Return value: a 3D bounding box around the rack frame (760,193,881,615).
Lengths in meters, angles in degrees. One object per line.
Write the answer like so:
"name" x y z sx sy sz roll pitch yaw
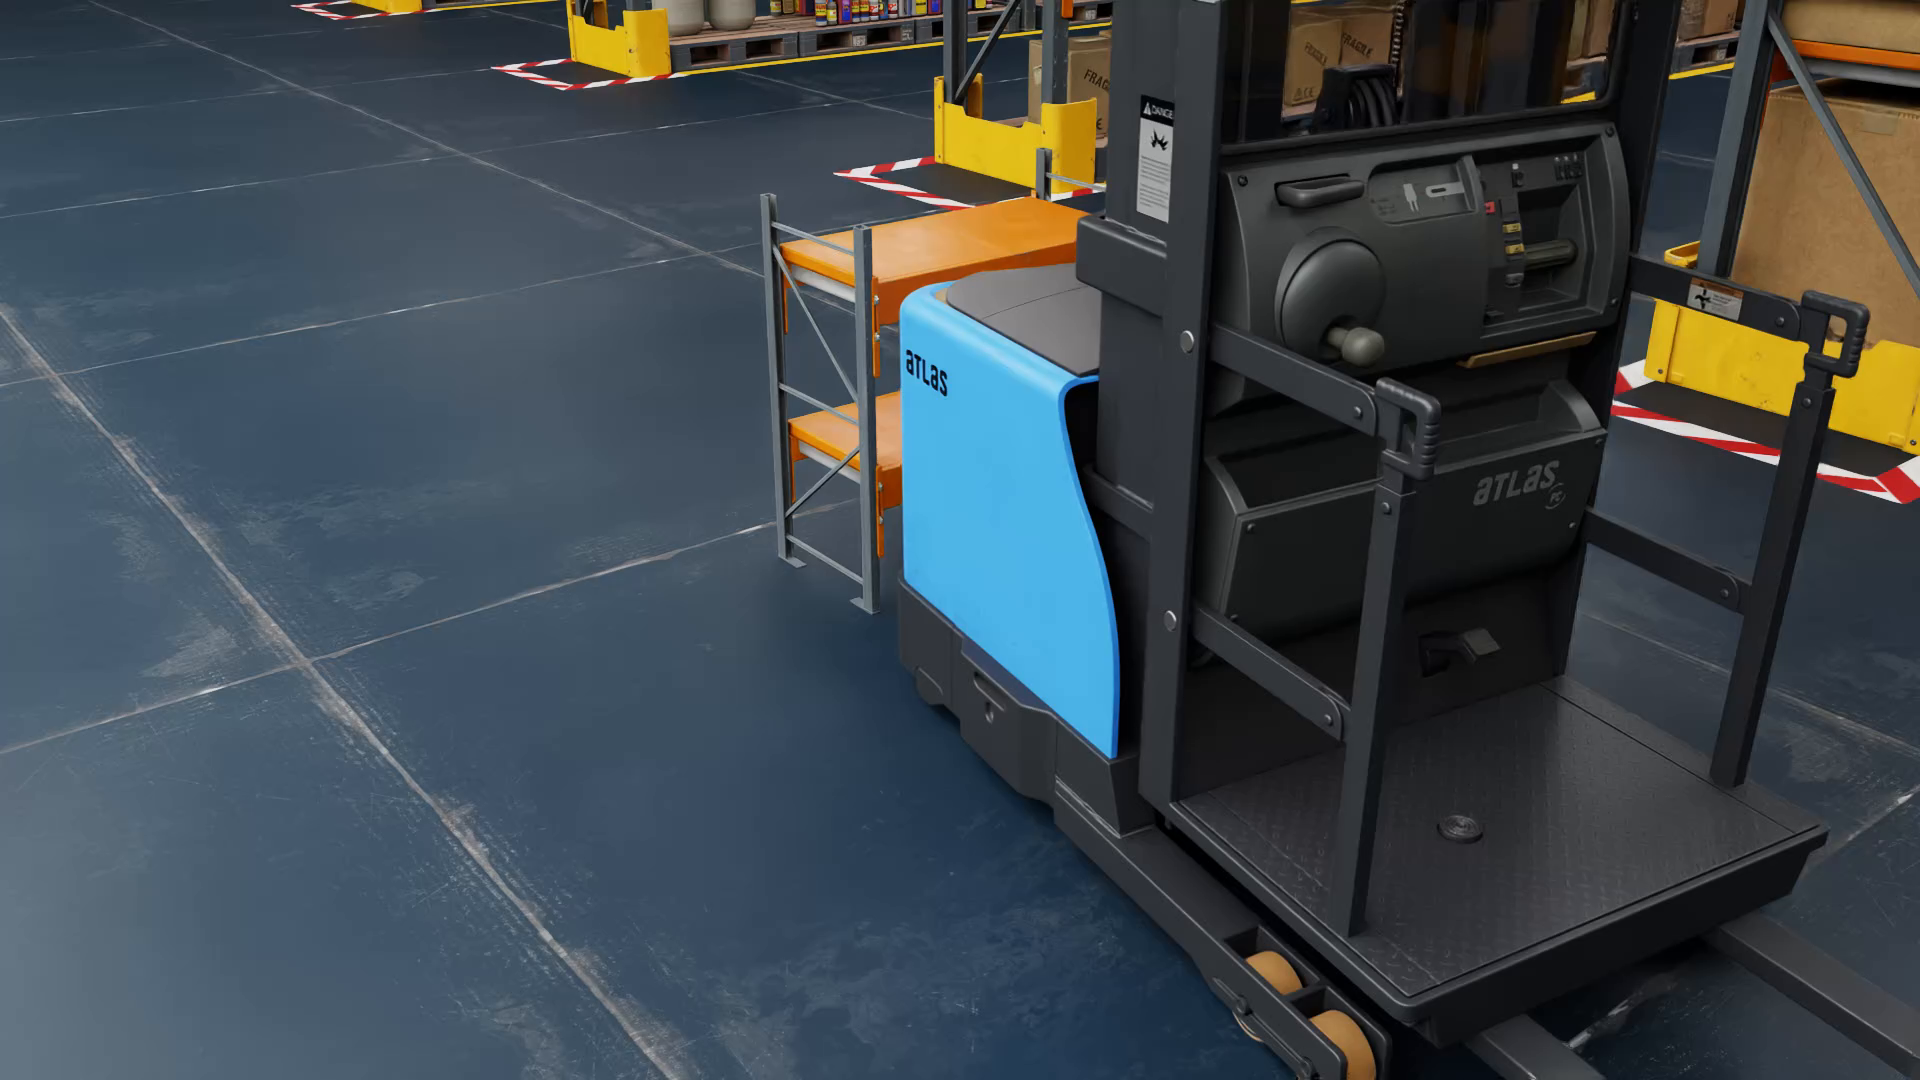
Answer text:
"rack frame" -0.395 -0.380 4.732 0.032 1.125 0.500 -18 31 -34

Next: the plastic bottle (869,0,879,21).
"plastic bottle" -0.758 -4.631 14.467 0.097 0.201 0.097 0 25 0

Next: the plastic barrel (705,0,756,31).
"plastic barrel" -1.938 -4.581 14.013 0.421 0.512 0.421 0 25 0

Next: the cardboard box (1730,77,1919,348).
"cardboard box" 3.727 -1.307 6.528 0.875 0.875 0.875 -18 30 -34

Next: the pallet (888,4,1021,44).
"pallet" -0.210 -4.806 15.354 1.213 0.211 1.003 -18 31 -34

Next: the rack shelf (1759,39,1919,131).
"rack shelf" 4.808 -2.075 7.013 4.000 0.370 1.077 -18 31 -34

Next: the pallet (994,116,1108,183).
"pallet" 0.974 -2.506 10.398 1.213 0.211 1.003 -18 31 -34

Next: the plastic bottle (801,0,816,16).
"plastic bottle" -1.347 -4.803 14.740 0.133 0.283 0.061 -18 31 -34

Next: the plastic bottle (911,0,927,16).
"plastic bottle" -0.390 -4.833 14.724 0.185 0.351 0.144 -18 31 -34

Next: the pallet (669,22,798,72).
"pallet" -2.130 -4.172 13.989 1.213 0.211 1.003 -18 31 -34

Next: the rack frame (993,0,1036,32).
"rack frame" 0.344 -6.231 15.113 0.127 3.000 1.000 -18 31 -34

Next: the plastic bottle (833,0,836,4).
"plastic bottle" -1.176 -4.949 14.975 0.185 0.351 0.144 -17 30 -32

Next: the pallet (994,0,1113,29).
"pallet" 0.938 -5.183 16.168 1.213 0.211 1.003 -18 31 -34

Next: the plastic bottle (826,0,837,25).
"plastic bottle" -1.103 -4.517 14.221 0.097 0.201 0.097 0 25 0

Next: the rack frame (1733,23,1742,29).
"rack frame" 6.548 -5.630 13.817 0.127 3.000 1.000 -18 31 -34

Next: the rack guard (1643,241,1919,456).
"rack guard" 3.215 -0.742 6.255 0.348 0.500 1.175 -18 31 -34

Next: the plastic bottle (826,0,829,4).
"plastic bottle" -1.213 -4.801 14.832 0.097 0.201 0.097 0 25 0

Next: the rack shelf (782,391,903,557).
"rack shelf" 0.005 -0.290 5.120 1.000 0.278 0.538 -18 31 -34

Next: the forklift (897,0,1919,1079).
"forklift" 0.983 -0.518 2.884 1.130 2.935 3.031 -13 28 -26

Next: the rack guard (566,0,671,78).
"rack guard" -2.773 -4.094 13.477 0.348 0.500 1.175 -18 31 -34

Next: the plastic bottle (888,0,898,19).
"plastic bottle" -0.596 -4.684 14.582 0.097 0.201 0.097 0 25 0

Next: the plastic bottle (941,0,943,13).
"plastic bottle" -0.136 -4.917 14.905 0.185 0.351 0.144 -20 32 -37

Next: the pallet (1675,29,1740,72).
"pallet" 5.932 -4.162 13.968 1.213 0.211 1.003 -18 31 -34

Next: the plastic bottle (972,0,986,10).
"plastic bottle" 0.169 -4.964 15.088 0.133 0.283 0.061 -17 30 -32

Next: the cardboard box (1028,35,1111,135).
"cardboard box" 0.755 -2.765 10.115 0.500 0.500 0.500 -12 28 -25

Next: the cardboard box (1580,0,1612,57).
"cardboard box" 4.724 -4.072 12.907 0.500 0.500 0.700 -21 32 -38

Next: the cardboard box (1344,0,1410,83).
"cardboard box" 3.061 -3.557 11.821 0.500 0.500 0.500 -19 31 -36

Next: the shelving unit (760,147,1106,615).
"shelving unit" 0.005 -0.512 5.017 1.048 1.125 0.538 -18 31 -34

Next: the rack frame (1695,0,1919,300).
"rack frame" 3.234 -1.882 5.742 0.127 3.000 1.000 -18 31 -34

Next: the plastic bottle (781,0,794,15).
"plastic bottle" -1.548 -4.818 14.773 0.133 0.283 0.061 -17 30 -33

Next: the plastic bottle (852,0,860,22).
"plastic bottle" -0.915 -4.611 14.340 0.097 0.271 0.097 0 25 0

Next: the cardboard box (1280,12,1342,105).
"cardboard box" 2.175 -3.218 11.091 0.500 0.500 0.500 -22 33 -38

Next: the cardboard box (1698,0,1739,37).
"cardboard box" 6.033 -4.515 13.861 0.500 0.500 0.700 -20 32 -37

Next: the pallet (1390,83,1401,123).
"pallet" 2.894 -3.139 11.764 1.213 0.211 1.003 -18 31 -34
